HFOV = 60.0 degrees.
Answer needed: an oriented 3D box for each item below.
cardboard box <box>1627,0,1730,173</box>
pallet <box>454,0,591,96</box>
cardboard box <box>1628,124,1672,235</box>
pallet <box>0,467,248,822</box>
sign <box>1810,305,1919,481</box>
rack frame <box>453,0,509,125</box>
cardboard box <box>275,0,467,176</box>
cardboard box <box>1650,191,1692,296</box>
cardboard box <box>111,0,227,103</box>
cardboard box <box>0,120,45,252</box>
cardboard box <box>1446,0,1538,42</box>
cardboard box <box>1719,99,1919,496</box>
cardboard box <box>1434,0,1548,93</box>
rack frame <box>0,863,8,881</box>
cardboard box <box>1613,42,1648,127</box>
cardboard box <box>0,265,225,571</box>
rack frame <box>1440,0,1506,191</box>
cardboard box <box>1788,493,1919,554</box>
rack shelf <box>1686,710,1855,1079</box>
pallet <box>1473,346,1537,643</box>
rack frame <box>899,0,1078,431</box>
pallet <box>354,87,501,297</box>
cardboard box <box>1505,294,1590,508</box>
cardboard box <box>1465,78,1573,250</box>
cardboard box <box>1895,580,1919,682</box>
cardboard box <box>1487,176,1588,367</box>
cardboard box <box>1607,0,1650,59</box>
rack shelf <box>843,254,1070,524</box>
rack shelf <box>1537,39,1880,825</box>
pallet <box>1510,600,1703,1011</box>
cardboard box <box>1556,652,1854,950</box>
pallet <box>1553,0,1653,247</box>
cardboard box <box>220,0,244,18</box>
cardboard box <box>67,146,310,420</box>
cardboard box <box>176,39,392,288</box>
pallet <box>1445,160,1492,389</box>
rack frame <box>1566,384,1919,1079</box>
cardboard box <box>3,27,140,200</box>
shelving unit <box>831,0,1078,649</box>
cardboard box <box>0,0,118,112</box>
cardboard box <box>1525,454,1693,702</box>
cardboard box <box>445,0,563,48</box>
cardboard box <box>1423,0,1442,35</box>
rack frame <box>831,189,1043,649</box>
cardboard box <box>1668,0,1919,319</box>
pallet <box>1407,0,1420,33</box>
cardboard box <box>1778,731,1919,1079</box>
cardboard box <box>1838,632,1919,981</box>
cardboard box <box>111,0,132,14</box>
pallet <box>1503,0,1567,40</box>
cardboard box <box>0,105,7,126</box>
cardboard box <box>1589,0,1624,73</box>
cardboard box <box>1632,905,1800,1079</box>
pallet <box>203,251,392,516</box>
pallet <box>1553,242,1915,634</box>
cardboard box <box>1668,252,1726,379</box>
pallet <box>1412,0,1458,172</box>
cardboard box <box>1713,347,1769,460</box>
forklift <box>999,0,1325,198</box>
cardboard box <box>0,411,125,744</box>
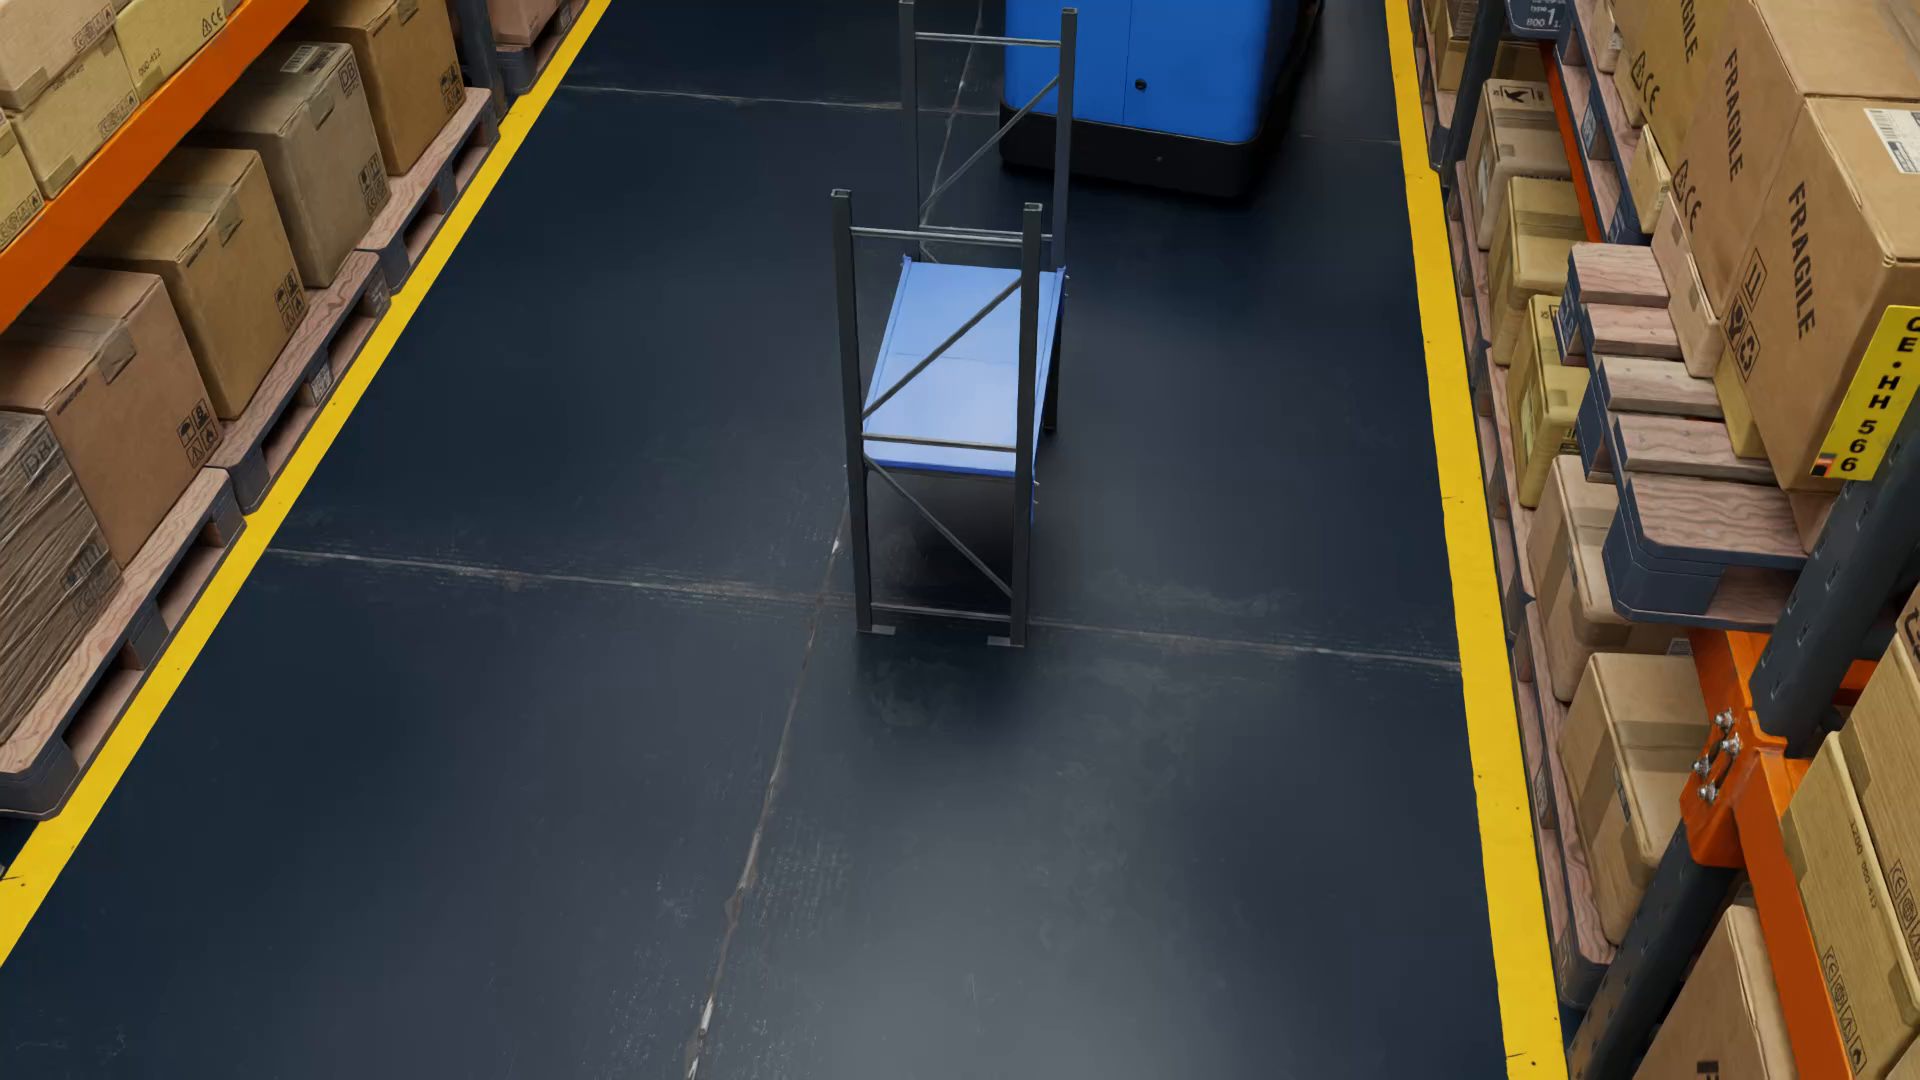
[{"bbox_3d":[1.839,-1.111,3.647,0.500,0.500,0.500,3,43,3],"label":"cardboard box"},{"bbox_3d":[-2.314,-2.482,7.718,1.003,0.211,1.213,5,44,6],"label":"pallet"},{"bbox_3d":[1.758,-0.812,3.804,0.380,0.149,0.250,6,44,6],"label":"cardboard box"},{"bbox_3d":[-2.842,0.225,4.859,1.003,0.211,1.213,5,44,6],"label":"pallet"},{"bbox_3d":[1.392,-0.216,2.512,0.100,0.325,0.005,5,44,6],"label":"sign"},{"bbox_3d":[-2.460,-2.956,6.191,1.000,3.000,0.127,5,44,6],"label":"rack frame"},{"bbox_3d":[-2.518,-1.890,6.486,0.875,0.625,0.625,7,44,7],"label":"cardboard box"},{"bbox_3d":[1.735,-0.624,3.604,0.380,0.149,0.250,3,44,4],"label":"cardboard box"},{"bbox_3d":[-2.485,-1.503,4.765,0.500,0.250,0.500,7,44,7],"label":"cardboard box"},{"bbox_3d":[-2.617,-0.798,4.021,0.500,0.250,0.500,4,44,5],"label":"cardboard box"},{"bbox_3d":[2.272,-2.362,6.712,0.500,0.500,0.500,5,44,5],"label":"cardboard box"},{"bbox_3d":[1.716,-0.414,2.911,0.500,0.500,0.500,4,44,4],"label":"cardboard box"},{"bbox_3d":[2.272,-2.089,6.969,0.500,0.250,0.500,7,44,7],"label":"cardboard box"},{"bbox_3d":[-2.989,-0.230,3.312,1.000,3.000,0.127,5,44,6],"label":"rack frame"},{"bbox_3d":[1.868,-1.151,4.161,0.380,0.149,0.250,4,44,4],"label":"cardboard box"},{"bbox_3d":[-2.815,-0.390,4.902,0.875,0.625,0.625,7,44,7],"label":"cardboard box"},{"bbox_3d":[2.460,-2.508,5.717,1.000,3.000,0.127,5,44,6],"label":"rack frame"},{"bbox_3d":[1.741,-0.088,3.038,0.380,0.149,0.250,7,44,7],"label":"cardboard box"},{"bbox_3d":[1.667,1.843,1.646,1.077,0.370,4.000,5,44,6],"label":"rack shelf"},{"bbox_3d":[2.200,-0.131,5.234,1.003,0.211,1.213,5,44,6],"label":"pallet"},{"bbox_3d":[0.078,-0.949,5.162,0.500,1.500,0.032,5,44,6],"label":"rack frame"},{"bbox_3d":[-2.519,-1.438,6.615,1.003,0.211,1.213,5,44,6],"label":"pallet"},{"bbox_3d":[2.211,-0.384,5.080,0.950,0.372,0.625,7,44,7],"label":"cardboard box"},{"bbox_3d":[2.393,-1.348,6.098,0.950,0.372,0.625,6,44,6],"label":"cardboard box"},{"bbox_3d":[1.624,0.133,2.128,0.500,0.500,0.500,4,44,4],"label":"cardboard box"},{"bbox_3d":[2.302,-0.858,5.580,0.950,0.372,0.625,8,44,8],"label":"cardboard box"},{"bbox_3d":[1.912,-1.483,4.040,0.500,0.500,0.500,4,44,4],"label":"cardboard box"},{"bbox_3d":[0.011,-0.472,4.919,0.538,0.185,1.000,5,44,6],"label":"rack shelf"},{"bbox_3d":[2.196,-0.883,4.525,1.077,0.370,4.000,5,44,6],"label":"rack shelf"},{"bbox_3d":[2.036,0.698,4.359,1.003,0.211,1.213,5,44,6],"label":"pallet"},{"bbox_3d":[2.016,0.636,4.003,0.950,0.372,0.625,3,43,3],"label":"cardboard box"},{"bbox_3d":[2.153,-1.065,4.332,1.003,0.211,1.213,5,44,6],"label":"pallet"},{"bbox_3d":[-2.425,-1.856,5.137,0.500,0.250,0.500,5,44,6],"label":"cardboard box"},{"bbox_3d":[-2.726,-0.849,5.387,0.875,0.625,0.625,4,44,4],"label":"cardboard box"},{"bbox_3d":[-2.628,-1.362,5.928,0.875,0.625,0.625,5,44,5],"label":"cardboard box"},{"bbox_3d":[2.359,-0.964,6.115,1.003,0.211,1.213,5,44,6],"label":"pallet"},{"bbox_3d":[1.931,0.218,2.838,1.000,3.000,0.127,5,44,6],"label":"rack frame"},{"bbox_3d":[-2.556,-1.150,4.392,0.500,0.250,0.500,4,44,4],"label":"cardboard box"},{"bbox_3d":[0.011,-0.603,4.796,0.538,1.500,1.048,5,44,6],"label":"shelving unit"},{"bbox_3d":[-2.534,-1.334,4.222,0.500,0.250,0.500,4,44,4],"label":"cardboard box"},{"bbox_3d":[2.106,0.132,4.534,0.950,0.372,0.625,4,44,5],"label":"cardboard box"},{"bbox_3d":[-2.068,-2.410,7.308,0.500,0.250,0.500,6,44,6],"label":"cardboard box"},{"bbox_3d":[2.332,-2.453,7.353,0.500,0.250,0.500,4,44,4],"label":"cardboard box"},{"bbox_3d":[-0.056,-0.256,4.430,0.500,1.500,0.032,5,44,6],"label":"rack frame"},{"bbox_3d":[1.773,-0.767,3.284,0.500,0.500,0.500,5,44,5],"label":"cardboard box"},{"bbox_3d":[2.673,-2.790,8.043,1.003,0.211,1.213,5,44,6],"label":"pallet"},{"bbox_3d":[1.617,0.583,2.561,0.500,0.250,0.500,5,44,5],"label":"cardboard box"},{"bbox_3d":[1.620,0.414,2.376,0.500,0.250,0.500,5,44,5],"label":"cardboard box"},{"bbox_3d":[-2.491,-1.684,4.593,0.500,0.250,0.500,6,44,6],"label":"cardboard box"},{"bbox_3d":[2.215,-1.930,5.247,1.003,0.211,1.213,5,44,6],"label":"pallet"},{"bbox_3d":[-2.621,-0.979,3.847,0.500,0.250,0.500,7,44,7],"label":"cardboard box"},{"bbox_3d":[1.874,-1.335,4.356,0.380,0.149,0.250,7,44,7],"label":"cardboard box"},{"bbox_3d":[1.758,1.301,2.935,0.875,0.875,0.875,5,44,5],"label":"cardboard box"},{"bbox_3d":[-2.678,-0.604,5.735,1.003,0.211,1.213,5,44,6],"label":"pallet"},{"bbox_3d":[1.920,-0.207,3.427,1.213,0.211,1.003,5,44,6],"label":"pallet"},{"bbox_3d":[1.694,-0.453,3.424,0.380,0.149,0.250,5,44,5],"label":"cardboard box"},{"bbox_3d":[2.514,-1.956,7.162,1.003,0.211,1.213,5,44,6],"label":"pallet"},{"bbox_3d":[1.705,-0.277,3.238,0.380,0.149,0.250,6,44,6],"label":"cardboard box"},{"bbox_3d":[1.088,-3.446,6.757,1.130,2.935,3.031,12,45,13],"label":"forklift"},{"bbox_3d":[-2.893,0.056,4.431,0.875,0.625,0.625,7,44,7],"label":"cardboard box"}]
